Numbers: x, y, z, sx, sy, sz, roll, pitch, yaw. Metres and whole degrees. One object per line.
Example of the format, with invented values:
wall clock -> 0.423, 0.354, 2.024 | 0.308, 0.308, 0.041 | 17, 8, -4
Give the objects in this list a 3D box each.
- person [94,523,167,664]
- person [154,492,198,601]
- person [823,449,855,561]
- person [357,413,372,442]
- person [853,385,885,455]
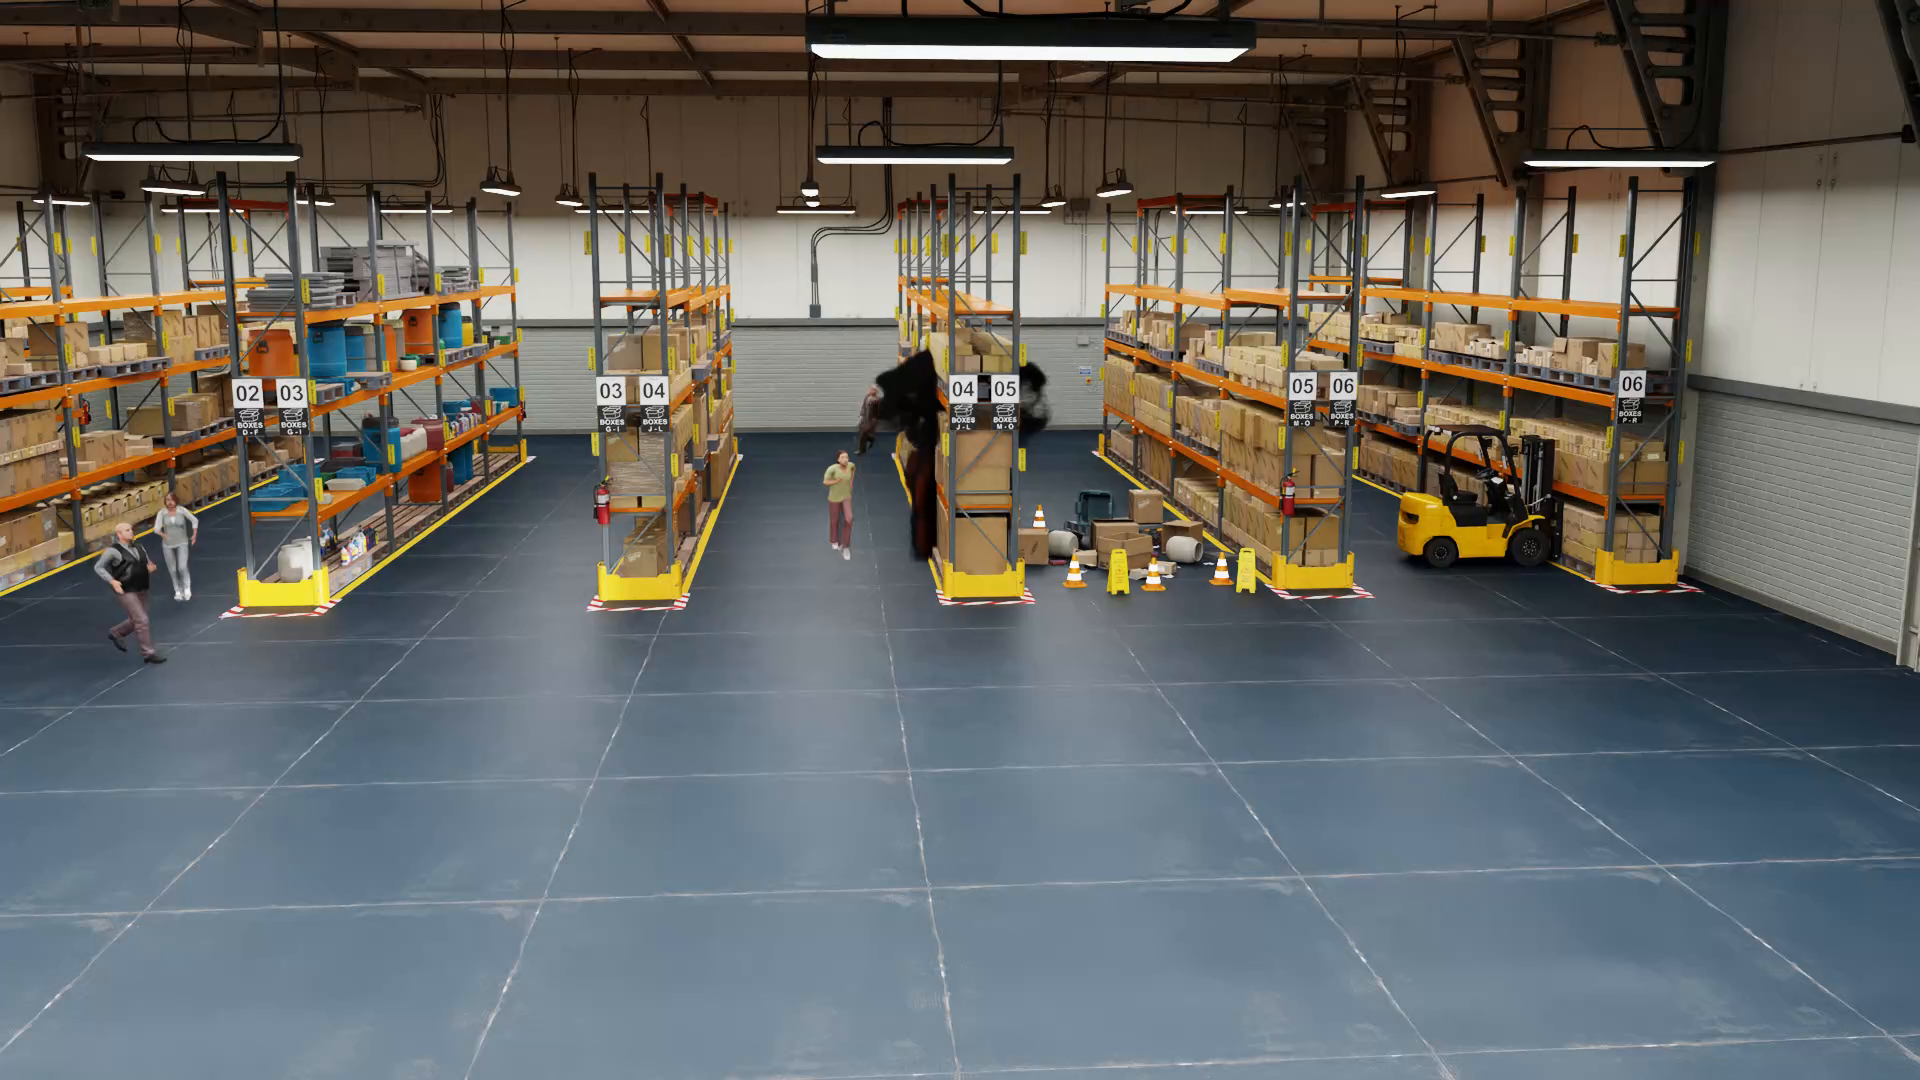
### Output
person -> -10.054, 0.632, 20.156 | 0.935, 1.699, 0.665 | 3, 10, 16
person -> -11.094, 0.103, 23.556 | 0.558, 1.584, 0.629 | -3, 11, -18
person -> -1.865, -0.493, 25.690 | 0.570, 1.560, 0.854 | -3, 10, -17
person -> -12.462, -1.922, 35.178 | 0.525, 1.561, 0.681 | -1, 10, -8
person -> -2.154, -2.905, 40.227 | 0.759, 1.703, 0.741 | 10, 14, 44
